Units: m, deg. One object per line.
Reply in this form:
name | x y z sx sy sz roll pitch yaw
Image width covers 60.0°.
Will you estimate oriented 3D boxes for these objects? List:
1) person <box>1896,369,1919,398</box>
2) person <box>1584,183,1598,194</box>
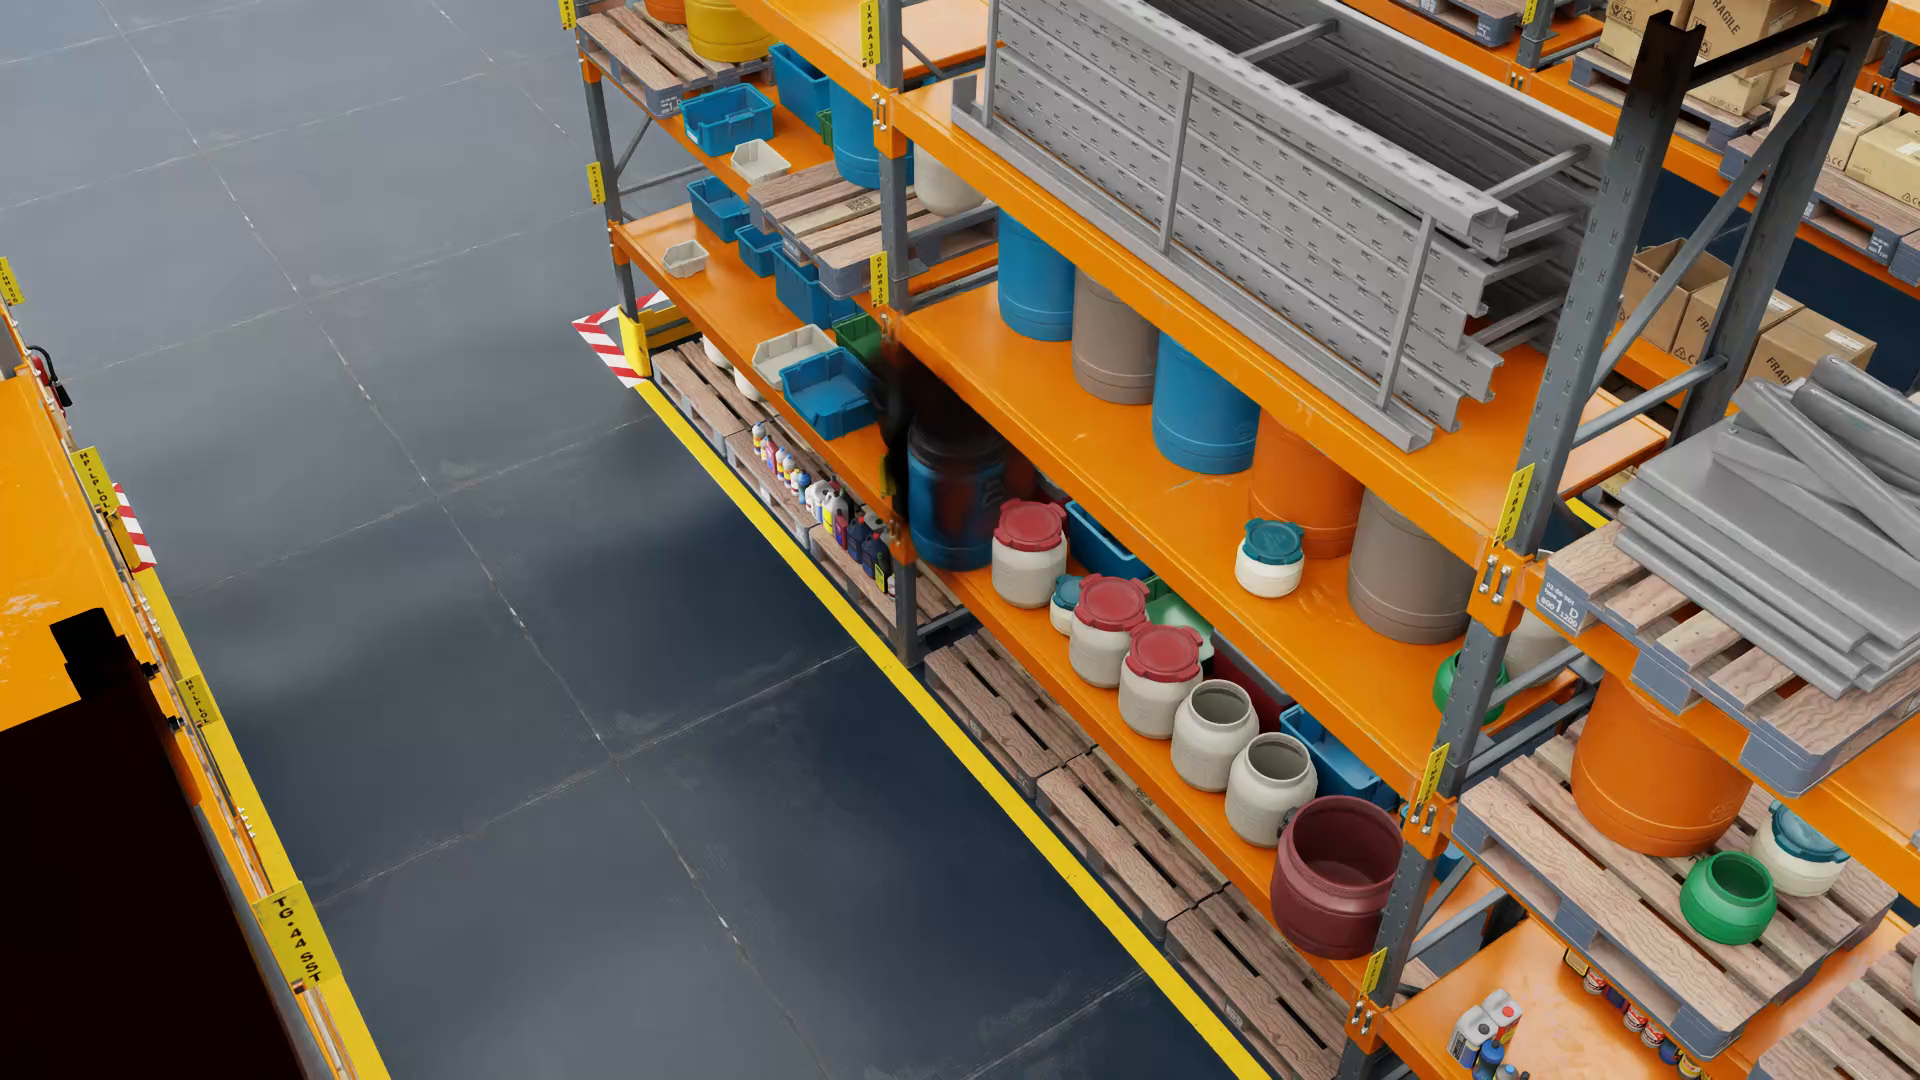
person | 7.470 -1.479 12.151 0.532 1.633 0.920 -34 52 -31
person | 5.110 -2.891 13.642 0.421 1.736 0.593 -1 43 -1
